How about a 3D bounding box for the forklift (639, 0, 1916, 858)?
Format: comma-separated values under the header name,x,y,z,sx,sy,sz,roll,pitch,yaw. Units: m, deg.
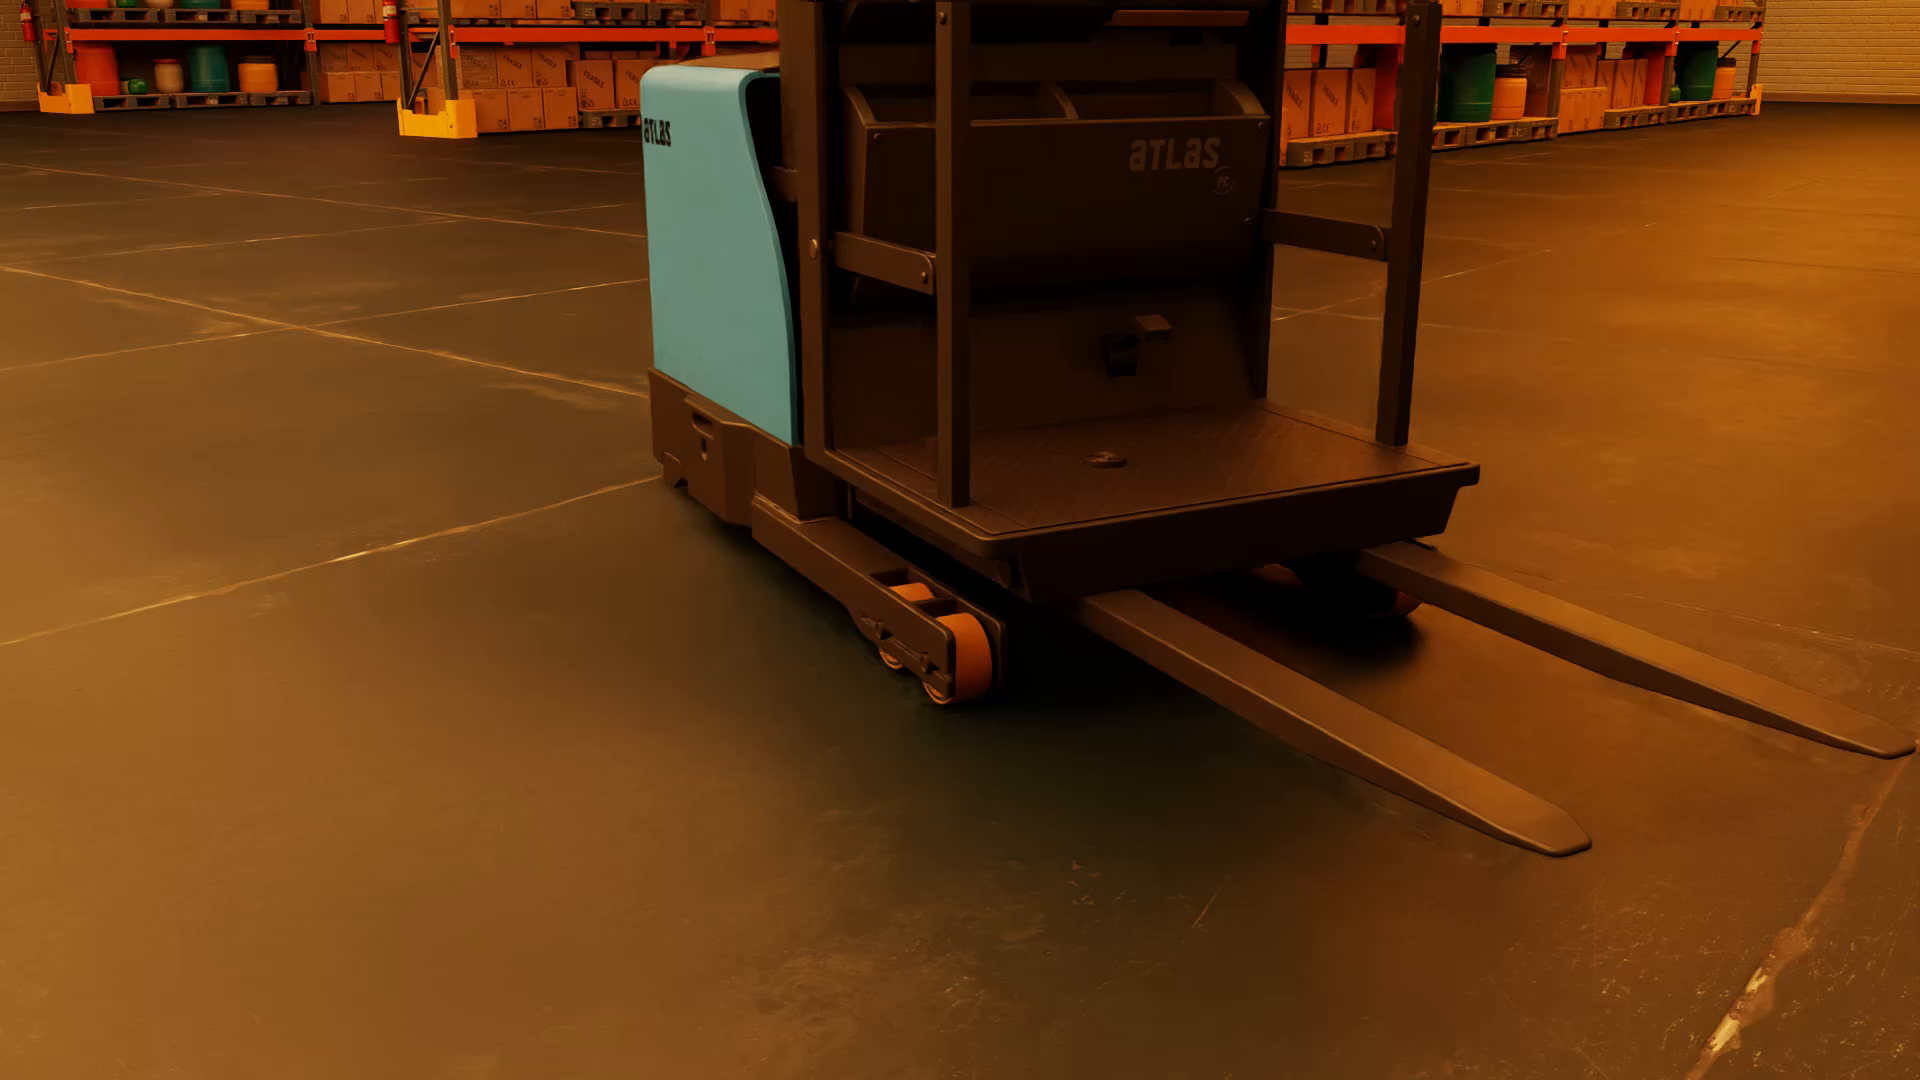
name,x,y,z,sx,sy,sz,roll,pitch,yaw
forklift,0.305,-1.254,3.028,1.130,2.935,3.031,-9,19,-26
